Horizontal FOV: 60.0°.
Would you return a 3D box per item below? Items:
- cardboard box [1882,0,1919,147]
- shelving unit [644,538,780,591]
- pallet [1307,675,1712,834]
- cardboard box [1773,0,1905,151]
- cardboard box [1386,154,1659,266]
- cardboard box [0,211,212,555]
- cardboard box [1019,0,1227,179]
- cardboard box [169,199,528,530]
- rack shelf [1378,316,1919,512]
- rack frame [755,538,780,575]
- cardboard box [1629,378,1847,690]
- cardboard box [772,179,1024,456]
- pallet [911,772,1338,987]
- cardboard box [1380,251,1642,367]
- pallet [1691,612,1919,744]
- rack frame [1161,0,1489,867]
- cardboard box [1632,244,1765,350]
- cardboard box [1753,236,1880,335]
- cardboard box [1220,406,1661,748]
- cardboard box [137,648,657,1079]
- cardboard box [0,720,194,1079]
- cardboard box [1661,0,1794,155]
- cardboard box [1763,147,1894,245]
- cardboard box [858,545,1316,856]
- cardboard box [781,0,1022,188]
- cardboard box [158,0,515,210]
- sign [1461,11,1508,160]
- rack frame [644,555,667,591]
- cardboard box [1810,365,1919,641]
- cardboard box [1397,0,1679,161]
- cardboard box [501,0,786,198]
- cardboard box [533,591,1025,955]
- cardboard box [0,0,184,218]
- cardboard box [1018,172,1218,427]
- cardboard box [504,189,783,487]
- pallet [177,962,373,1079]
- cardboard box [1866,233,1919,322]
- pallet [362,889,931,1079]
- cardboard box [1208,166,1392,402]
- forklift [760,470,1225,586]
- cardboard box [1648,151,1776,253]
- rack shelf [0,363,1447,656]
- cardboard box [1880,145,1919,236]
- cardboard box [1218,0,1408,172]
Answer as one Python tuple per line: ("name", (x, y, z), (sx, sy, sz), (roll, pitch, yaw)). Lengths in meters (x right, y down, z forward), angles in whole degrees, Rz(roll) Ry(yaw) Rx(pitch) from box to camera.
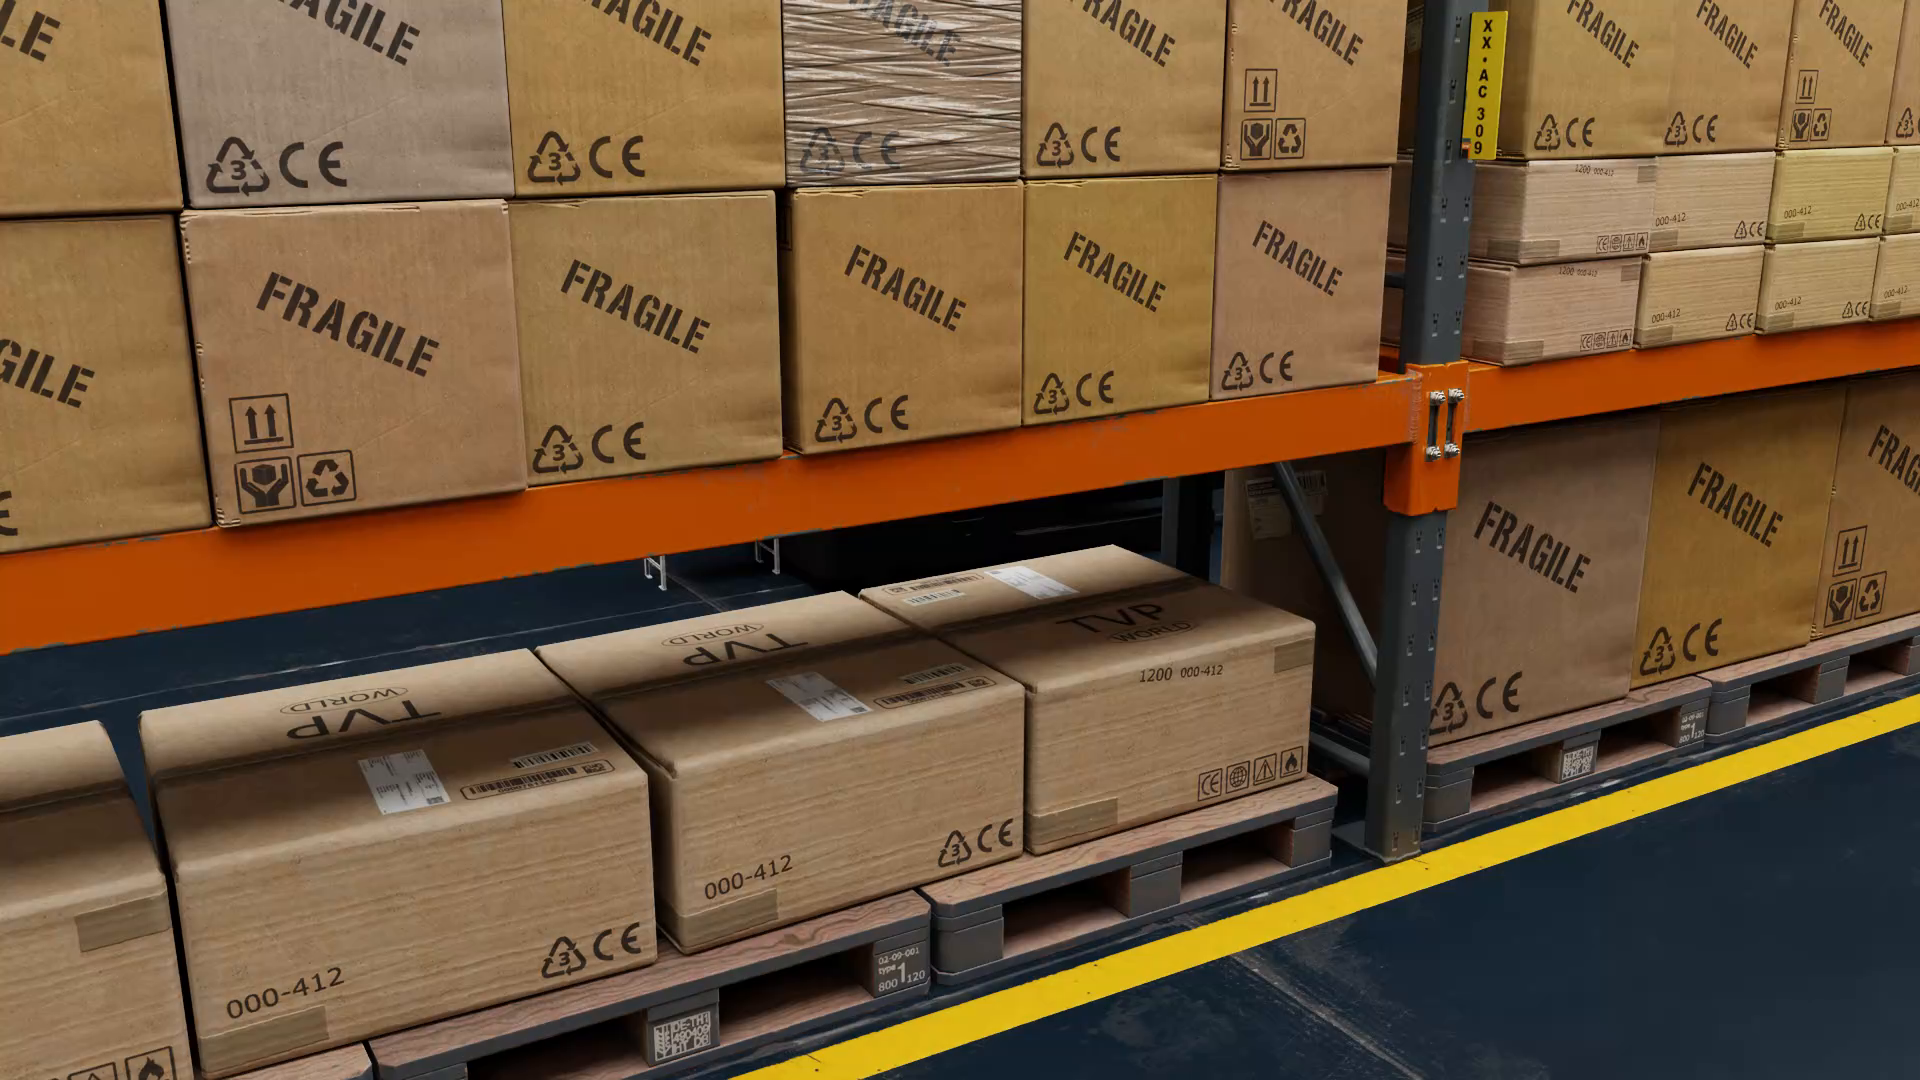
("cardboard box", (2.730, -1.456, 5.008), (0.500, 0.500, 0.500), (-10, 18, -31))
("shelving unit", (-1.026, -0.433, 6.731), (0.503, 1.200, 0.258), (-8, 18, -27))
("pallet", (1.535, 0.506, 5.213), (1.213, 0.211, 1.003), (-9, 18, -30))
("cardboard box", (2.291, -1.382, 4.746), (0.500, 0.500, 0.500), (-10, 18, -31))
("cardboard box", (1.435, -0.876, 4.330), (0.500, 0.250, 0.500), (-10, 18, -31))
("cardboard box", (-1.538, -0.281, 2.670), (0.500, 0.500, 0.500), (-10, 18, -31))
("cardboard box", (0.211, -1.043, 3.537), (0.500, 0.500, 0.500), (-10, 18, -31))
("cardboard box", (-1.093, -0.348, 2.907), (0.500, 0.500, 0.500), (-9, 18, -30))
("rack shelf", (2.627, -0.643, 5.481), (4.000, 0.370, 1.077), (-9, 18, -30))
("rack frame", (-0.809, -0.464, 6.840), (0.015, 1.200, 0.240), (-8, 18, -27))
("cardboard box", (2.173, -0.123, 5.450), (0.875, 0.875, 0.875), (-9, 18, -28))
("cardboard box", (-0.215, -0.490, 3.416), (0.500, 0.500, 0.500), (-10, 18, -31))
("pallet", (0.220, 0.718, 4.456), (1.213, 0.211, 1.003), (-9, 18, -30))
("cardboard box", (1.425, -0.640, 4.412), (0.500, 0.250, 0.500), (-10, 18, -31))
("pallet", (2.582, 0.335, 5.822), (1.213, 0.211, 1.003), (-9, 18, -30))
("rack frame", (0.912, -0.712, 4.392), (0.127, 3.000, 1.000), (-9, 18, -30))
("cardboard box", (1.868, -0.712, 4.670), (0.500, 0.250, 0.500), (-10, 18, -31))
("cardboard box", (2.316, -0.780, 4.911), (0.500, 0.250, 0.500), (-9, 18, -30))
("cardboard box", (1.402, 0.004, 4.995), (0.875, 0.875, 0.875), (-9, 18, -28))
("cardboard box", (-1.222, 0.632, 3.568), (0.875, 0.438, 0.875), (-9, 18, -28))
("cardboard box", (-2.002, 0.761, 3.107), (0.875, 0.438, 0.875), (-10, 18, -32))
("cardboard box", (1.859, -1.313, 4.499), (0.500, 0.500, 0.500), (-9, 18, -30))
("cardboard box", (2.313, -1.019, 4.840), (0.500, 0.250, 0.500), (-9, 18, -29))
("cardboard box", (0.319, 0.382, 4.458), (0.875, 0.438, 0.875), (-10, 18, -31))
("cardboard box", (-0.221, -0.970, 3.276), (0.500, 0.500, 0.500), (-9, 18, -29))
("cardboard box", (-1.082, -0.833, 2.786), (0.500, 0.500, 0.500), (-9, 18, -30))
("sign", (1.199, -1.039, 3.807), (0.005, 0.325, 0.100), (-9, 18, -30))
("rack frame", (-1.242, -0.402, 6.622), (0.015, 1.200, 0.240), (-8, 18, -27))
("cardboard box", (2.939, -0.247, 5.893), (0.875, 0.875, 0.875), (-9, 18, -29))
("cardboard box", (1.437, -1.236, 4.224), (0.500, 0.500, 0.500), (-9, 18, -29))
("cardboard box", (-0.655, -0.903, 3.035), (0.500, 0.500, 0.500), (-9, 18, -29))
("cardboard box", (-0.448, 0.507, 4.014), (0.875, 0.438, 0.875), (-10, 18, -31))
("cardboard box", (-1.519, -0.760, 2.525), (0.500, 0.500, 0.500), (-10, 18, -31))
("cardboard box", (0.208, -0.564, 3.678), (0.500, 0.500, 0.500), (-10, 18, -31))
("cardboard box", (-0.672, -0.421, 3.169), (0.500, 0.500, 0.500), (-9, 18, -28))
("pallet", (-1.871, 1.058, 3.246), (1.213, 0.211, 1.003), (-9, 18, -30))
("cardboard box", (2.749, -0.847, 5.152), (0.500, 0.250, 0.500), (-10, 18, -31))
("pallet", (-0.827, 0.889, 3.847), (1.213, 0.211, 1.003), (-9, 18, -30))
("cardboard box", (0.646, -0.636, 3.937), (0.500, 0.500, 0.500), (-9, 18, -29))
("forklift", (0.552, -1.489, 7.293), (3.031, 2.935, 1.130), (-8, 18, -27))
("cardboard box", (1.867, -0.955, 4.612), (0.500, 0.250, 0.500), (-9, 18, -29))
("rack shelf", (-0.802, -0.087, 3.497), (4.000, 0.370, 1.077), (-9, 18, -30))
("cardboard box", (2.746, -1.090, 5.093), (0.500, 0.250, 0.500), (-10, 18, -31))
("cardboard box", (0.650, -1.112, 3.781), (0.500, 0.500, 0.500), (-9, 18, -30))
